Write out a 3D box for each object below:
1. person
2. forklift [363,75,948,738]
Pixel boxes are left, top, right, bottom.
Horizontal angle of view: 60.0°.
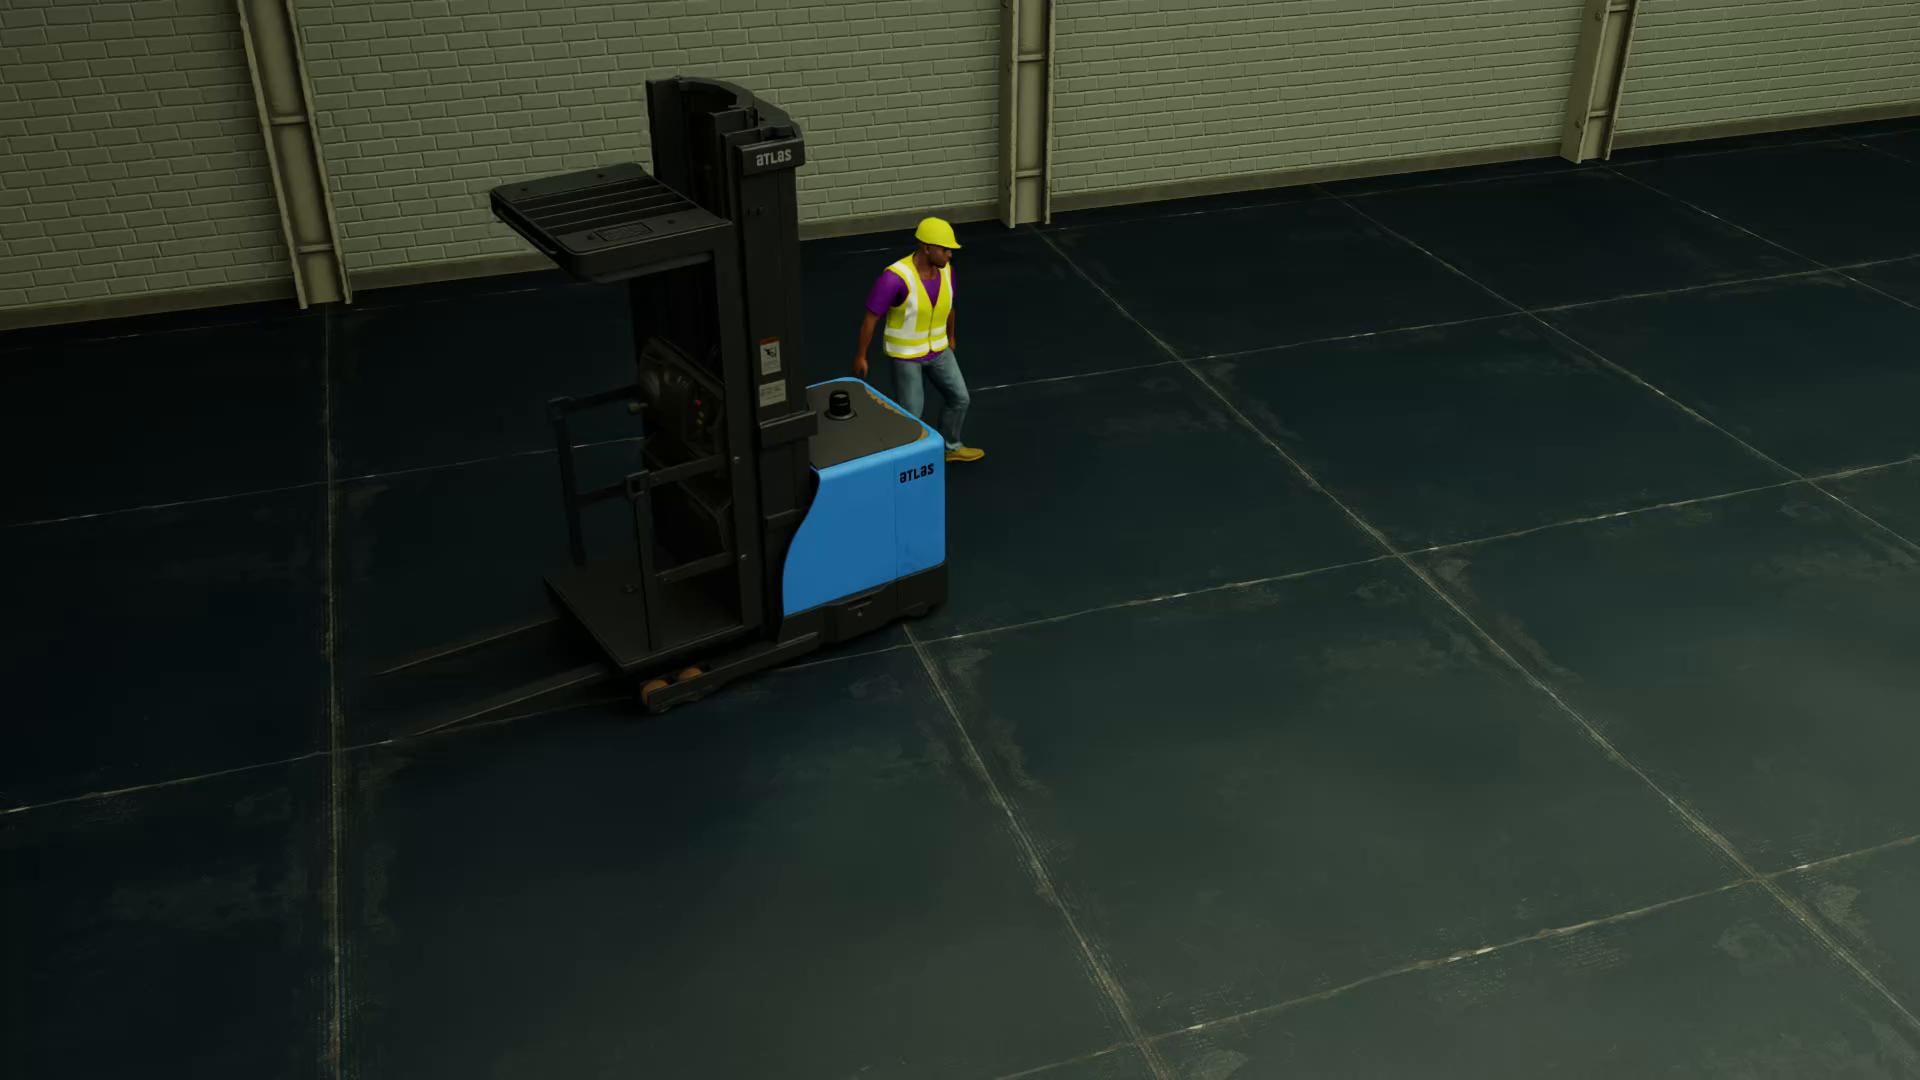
[{"bbox_3d":[-0.248,-1.176,10.362,0.896,1.733,0.473,-22,37,-33],"label":"person"},{"bbox_3d":[-1.580,-0.688,8.284,3.031,2.935,1.130,-18,35,-29],"label":"forklift"}]
